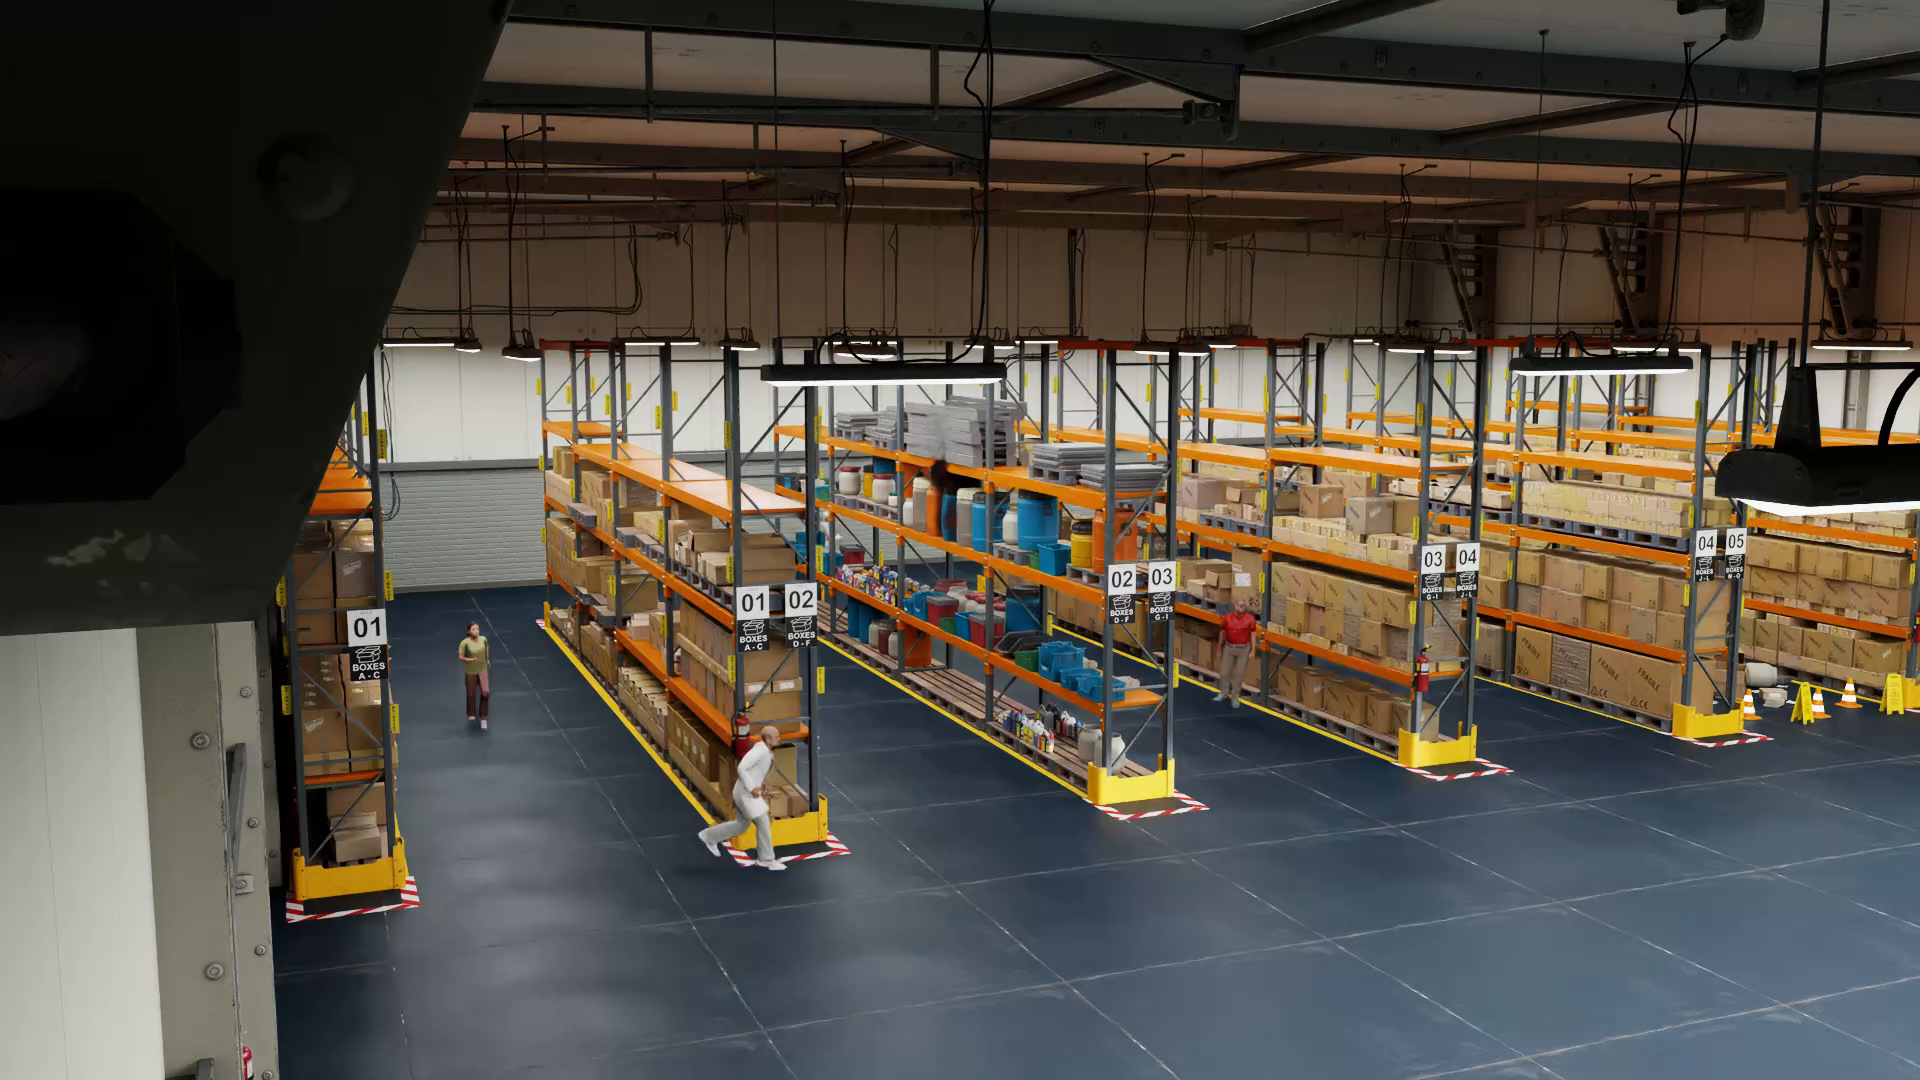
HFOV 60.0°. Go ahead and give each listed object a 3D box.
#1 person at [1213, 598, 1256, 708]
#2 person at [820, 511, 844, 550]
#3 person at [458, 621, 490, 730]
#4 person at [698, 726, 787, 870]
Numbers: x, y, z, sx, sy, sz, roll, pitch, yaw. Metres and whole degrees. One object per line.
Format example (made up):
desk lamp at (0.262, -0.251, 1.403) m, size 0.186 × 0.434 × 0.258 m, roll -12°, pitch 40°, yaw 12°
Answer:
person at (4.361, 1.777, 26.402) m, size 0.654 × 1.767 × 0.461 m, roll 1°, pitch 8°, yaw 11°
person at (-3.218, 0.197, 40.390) m, size 0.834 × 1.828 × 0.655 m, roll 0°, pitch 7°, yaw 1°
person at (-7.621, 2.115, 26.133) m, size 0.522 × 1.713 × 0.804 m, roll -4°, pitch 8°, yaw -27°
person at (-2.548, 3.005, 19.302) m, size 1.048 × 1.740 × 0.731 m, roll 1°, pitch 8°, yaw 8°
